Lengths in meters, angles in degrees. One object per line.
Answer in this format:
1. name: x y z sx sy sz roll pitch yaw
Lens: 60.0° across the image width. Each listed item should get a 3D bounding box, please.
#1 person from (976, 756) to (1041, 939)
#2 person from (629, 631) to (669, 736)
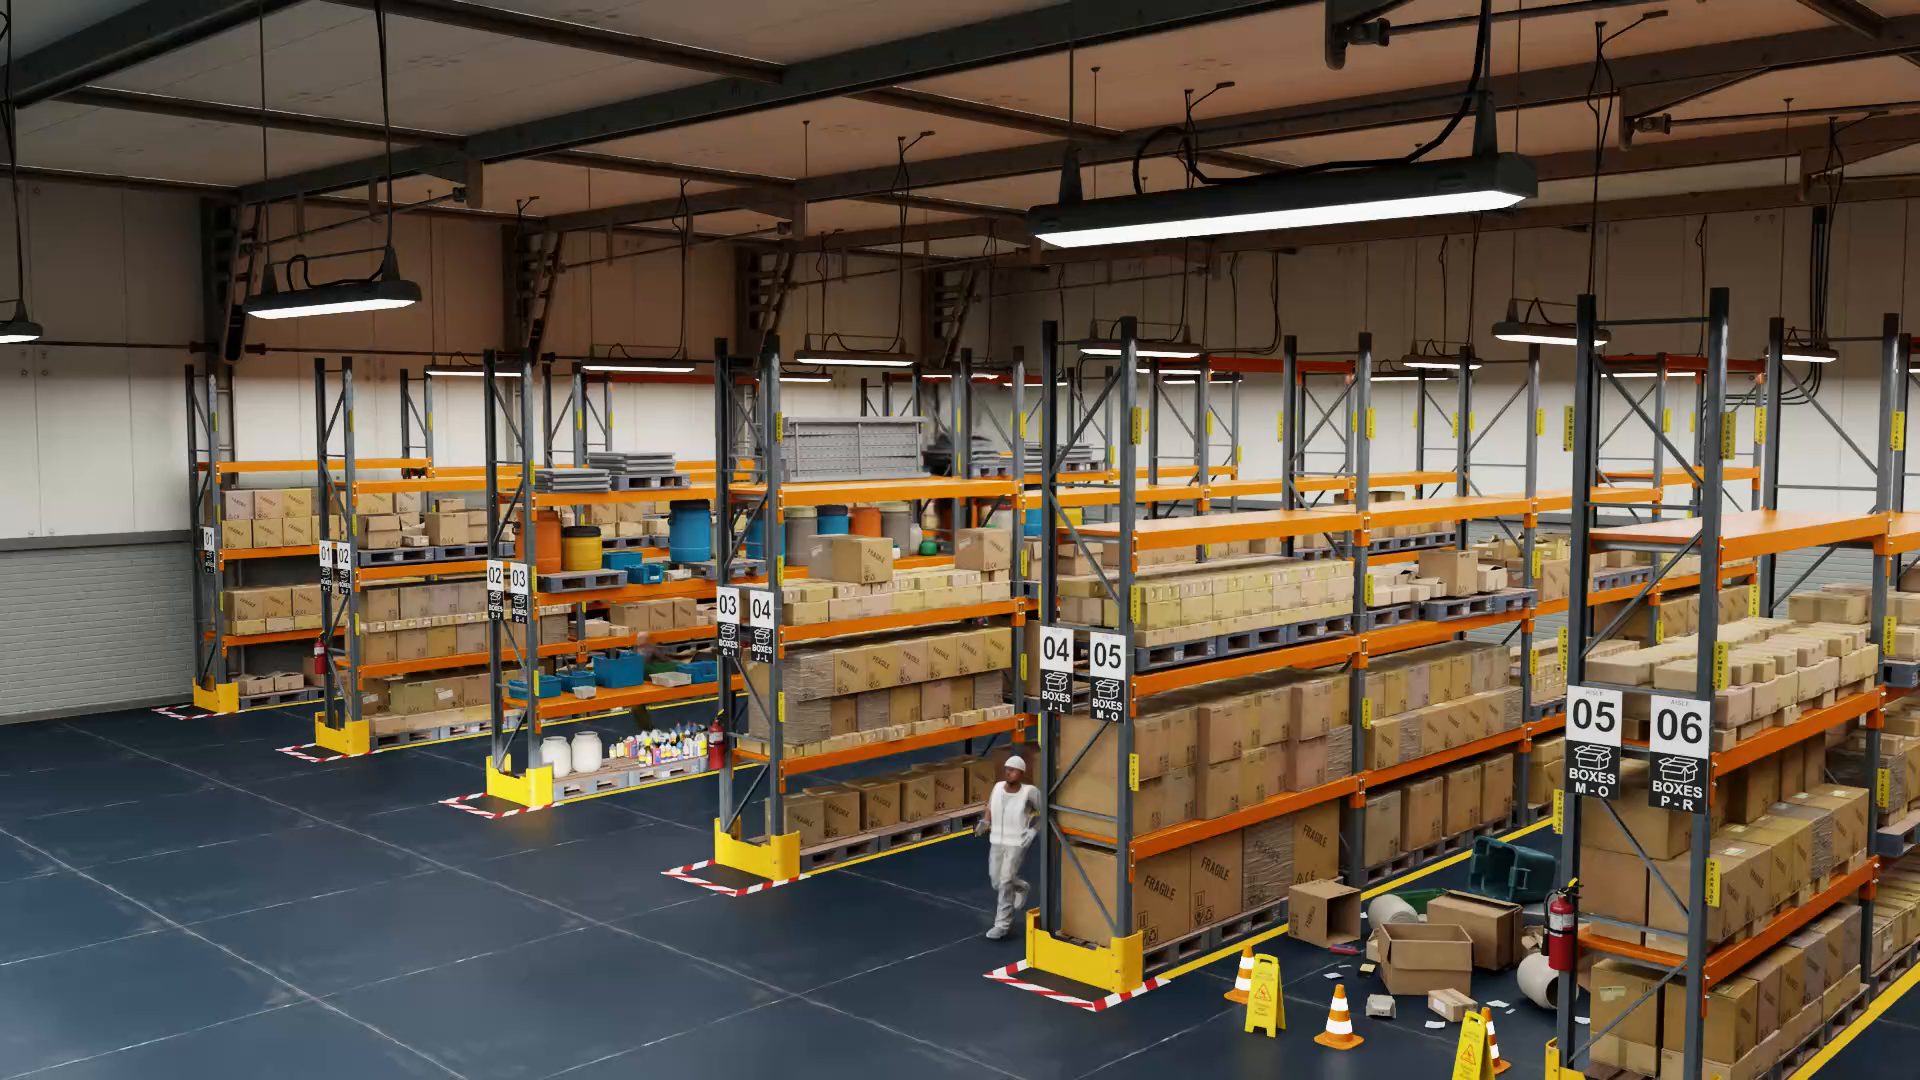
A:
1. person: 0.510 3.020 16.516 0.684 1.747 0.874 3 5 35
2. person: -4.932 2.319 25.725 0.688 1.814 0.754 3 5 36
